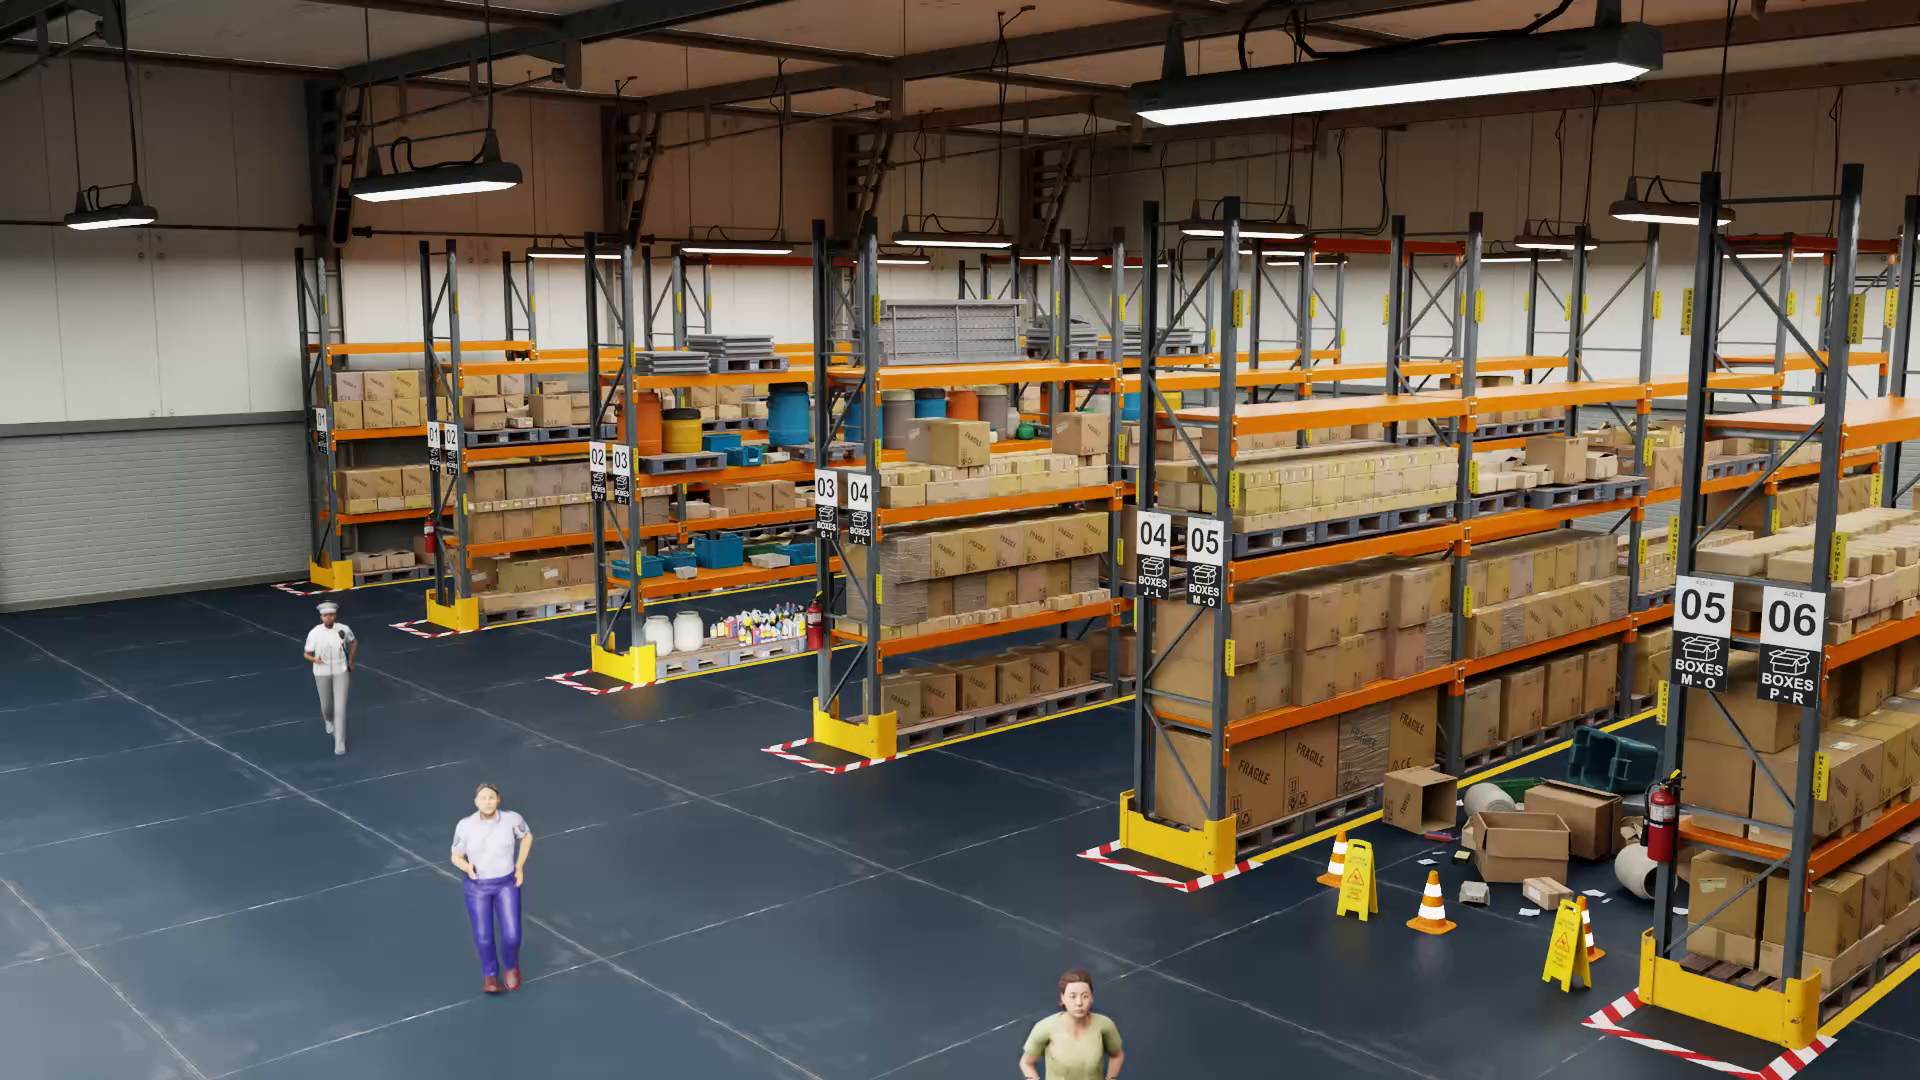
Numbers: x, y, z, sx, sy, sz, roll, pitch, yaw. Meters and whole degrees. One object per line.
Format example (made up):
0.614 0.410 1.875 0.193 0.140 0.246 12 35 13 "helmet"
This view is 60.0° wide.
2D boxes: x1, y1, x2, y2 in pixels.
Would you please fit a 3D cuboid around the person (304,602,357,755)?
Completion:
-7.196 1.539 19.058 0.581 1.694 0.920 -3 9 -21 "person"

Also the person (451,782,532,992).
-3.433 2.587 12.247 0.582 1.596 0.605 -2 9 -15 "person"

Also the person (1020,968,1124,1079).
0.607 3.069 8.906 0.573 1.631 0.733 -1 8 -6 "person"
